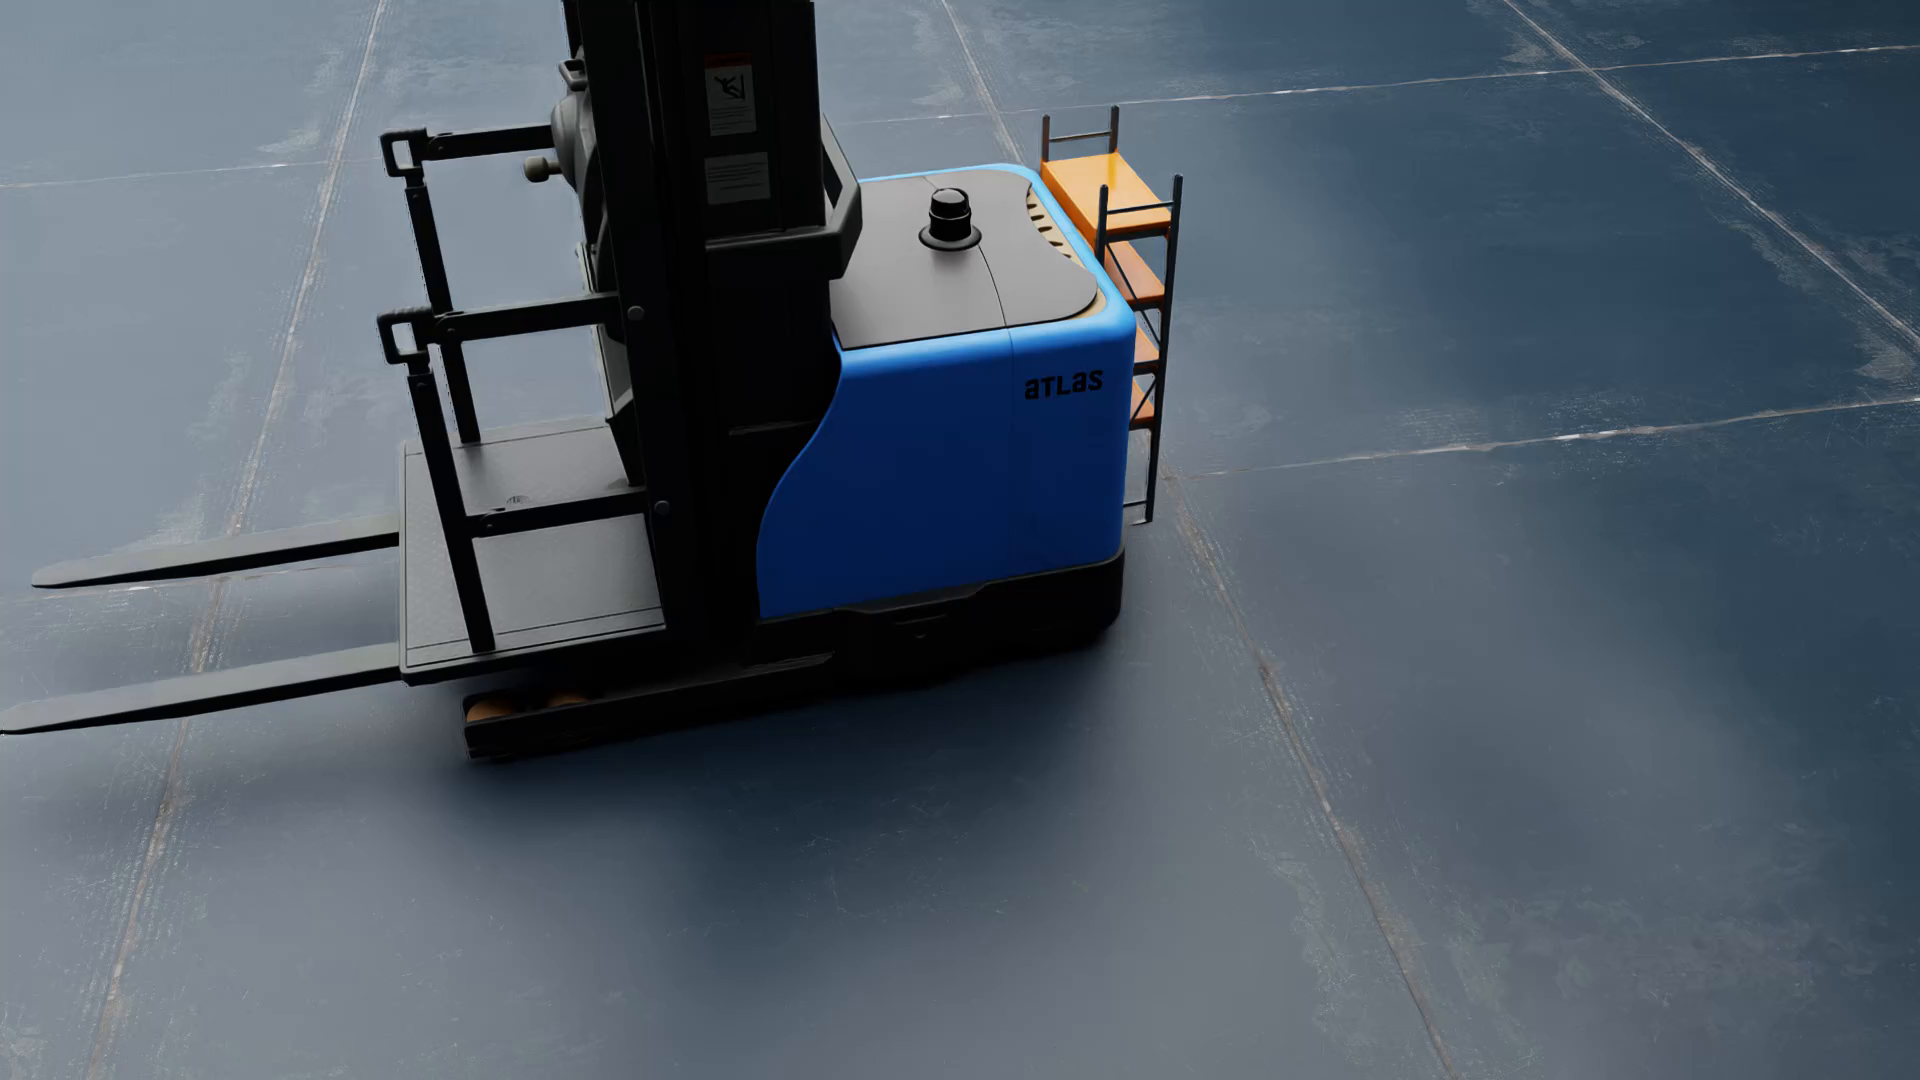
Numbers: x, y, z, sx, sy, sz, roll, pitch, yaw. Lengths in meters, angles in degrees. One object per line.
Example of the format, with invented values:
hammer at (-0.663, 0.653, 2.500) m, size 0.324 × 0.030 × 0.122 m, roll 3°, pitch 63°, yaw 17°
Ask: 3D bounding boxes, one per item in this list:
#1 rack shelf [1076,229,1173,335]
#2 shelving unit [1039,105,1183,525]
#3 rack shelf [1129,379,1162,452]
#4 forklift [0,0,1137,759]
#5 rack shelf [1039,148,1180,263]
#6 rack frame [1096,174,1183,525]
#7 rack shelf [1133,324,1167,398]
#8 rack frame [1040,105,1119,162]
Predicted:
rack shelf at (0.429, -0.781, 5.022) m, size 0.258 × 0.148 × 0.480 m, roll -10°, pitch 39°, yaw -13°
shelving unit at (0.429, -0.657, 5.118) m, size 0.258 × 1.200 × 0.503 m, roll -10°, pitch 39°, yaw -13°
rack shelf at (0.429, -0.447, 5.281) m, size 0.258 × 0.148 × 0.480 m, roll -10°, pitch 39°, yaw -13°
forklift at (-1.104, -0.929, 4.057) m, size 3.031 × 2.935 × 1.130 m, roll -9°, pitch 39°, yaw -12°
rack shelf at (0.429, -0.968, 4.877) m, size 0.258 × 0.148 × 0.480 m, roll -10°, pitch 39°, yaw -13°
rack frame at (0.499, -0.514, 4.933) m, size 0.240 × 1.200 × 0.015 m, roll -10°, pitch 39°, yaw -13°
rack shelf at (0.429, -0.604, 5.159) m, size 0.258 × 0.148 × 0.480 m, roll -10°, pitch 39°, yaw -13°
rack frame at (0.359, -0.801, 5.303) m, size 0.240 × 1.200 × 0.015 m, roll -10°, pitch 39°, yaw -13°
